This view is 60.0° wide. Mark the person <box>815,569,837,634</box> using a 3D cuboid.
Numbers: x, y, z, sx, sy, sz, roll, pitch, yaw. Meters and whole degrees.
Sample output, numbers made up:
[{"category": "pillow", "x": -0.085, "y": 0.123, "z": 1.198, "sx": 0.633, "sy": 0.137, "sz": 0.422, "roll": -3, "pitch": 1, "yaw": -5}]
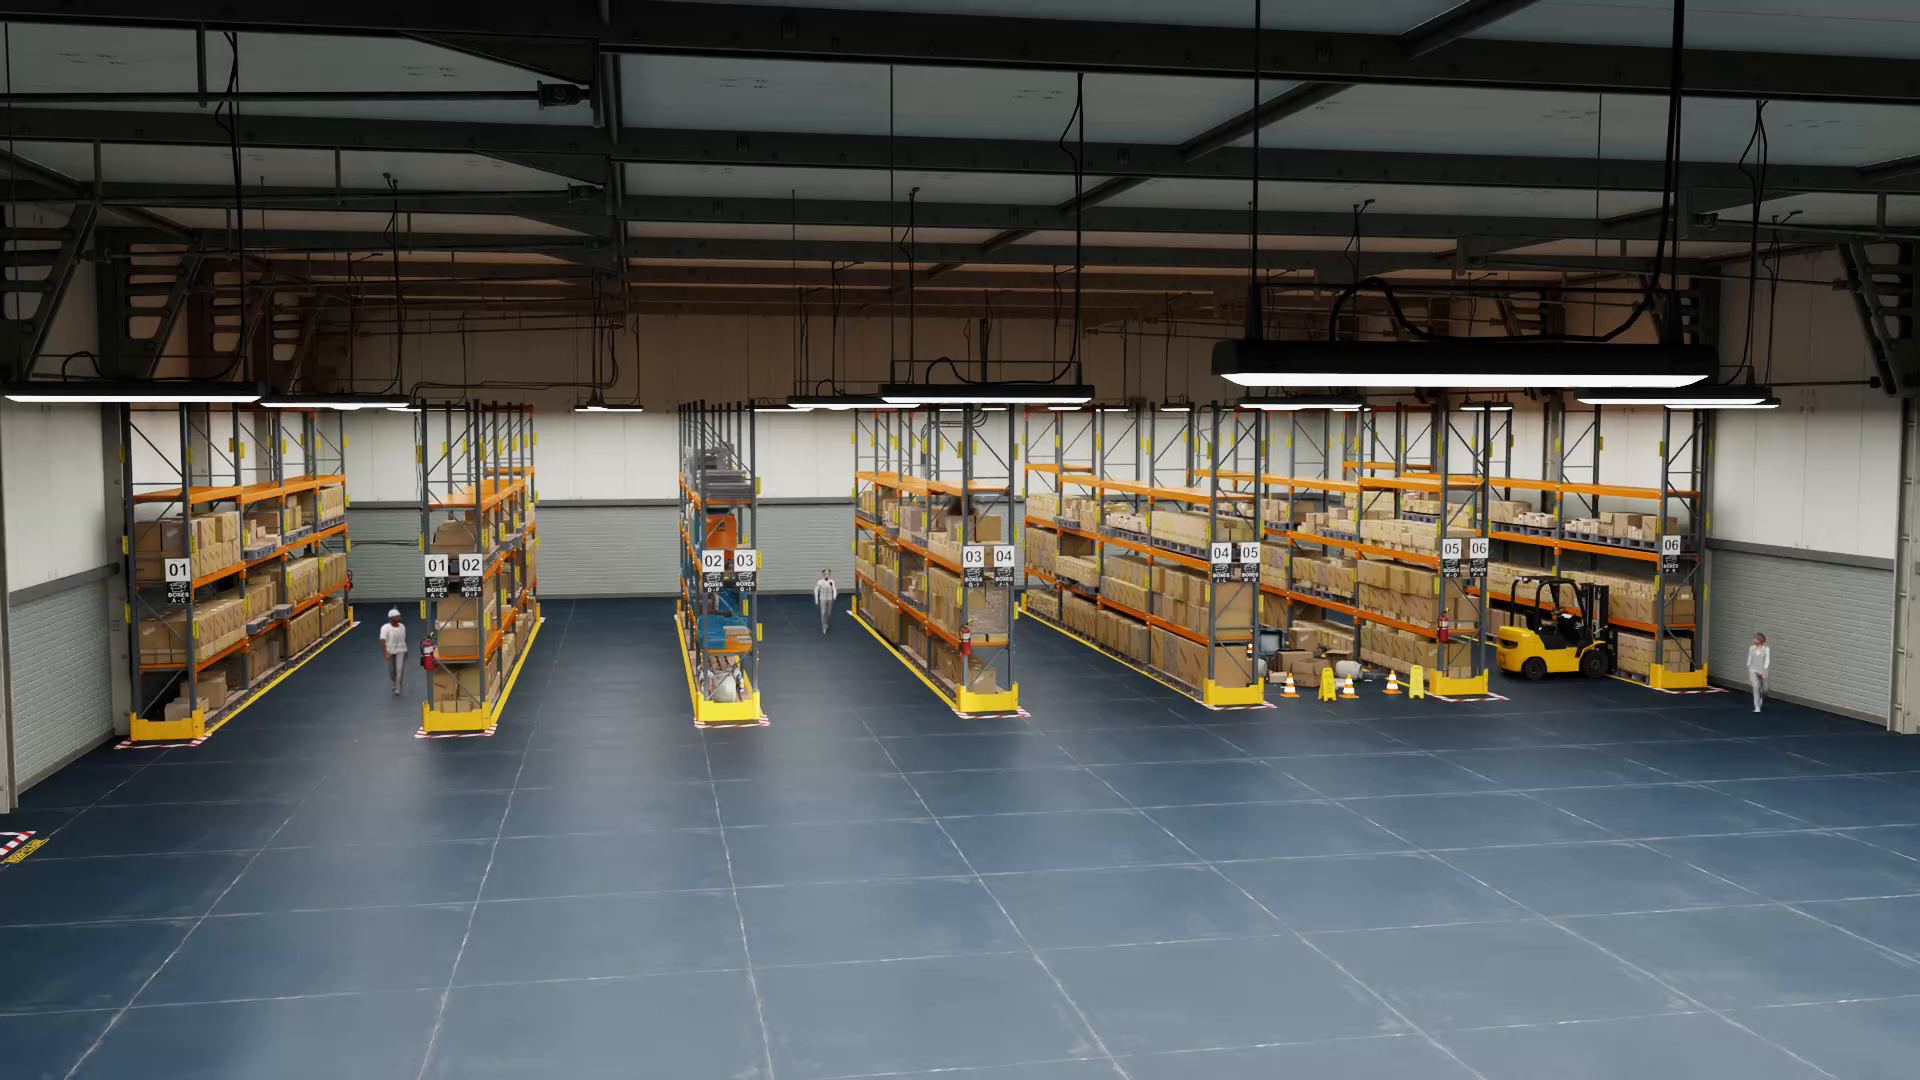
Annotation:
[{"category": "person", "x": -3.537, "y": 1.607, "z": 43.897, "sx": 0.575, "sy": 1.696, "sz": 0.897, "roll": -1, "pitch": 4, "yaw": -10}]

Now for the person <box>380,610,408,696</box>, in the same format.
[{"category": "person", "x": -11.595, "y": 2.296, "z": 34.076, "sx": 0.495, "sy": 1.730, "sz": 1.022, "roll": -1, "pitch": 4, "yaw": -7}]

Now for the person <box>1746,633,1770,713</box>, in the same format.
[{"category": "person", "x": 15.447, "y": 2.547, "z": 32.156, "sx": 0.377, "sy": 1.489, "sz": 0.812, "roll": 1, "pitch": 5, "yaw": 17}]

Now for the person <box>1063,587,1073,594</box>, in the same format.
[{"category": "person", "x": 3.268, "y": 1.005, "z": 50.840, "sx": 0.568, "sy": 1.808, "sz": 0.509, "roll": -1, "pitch": 5, "yaw": -19}]
